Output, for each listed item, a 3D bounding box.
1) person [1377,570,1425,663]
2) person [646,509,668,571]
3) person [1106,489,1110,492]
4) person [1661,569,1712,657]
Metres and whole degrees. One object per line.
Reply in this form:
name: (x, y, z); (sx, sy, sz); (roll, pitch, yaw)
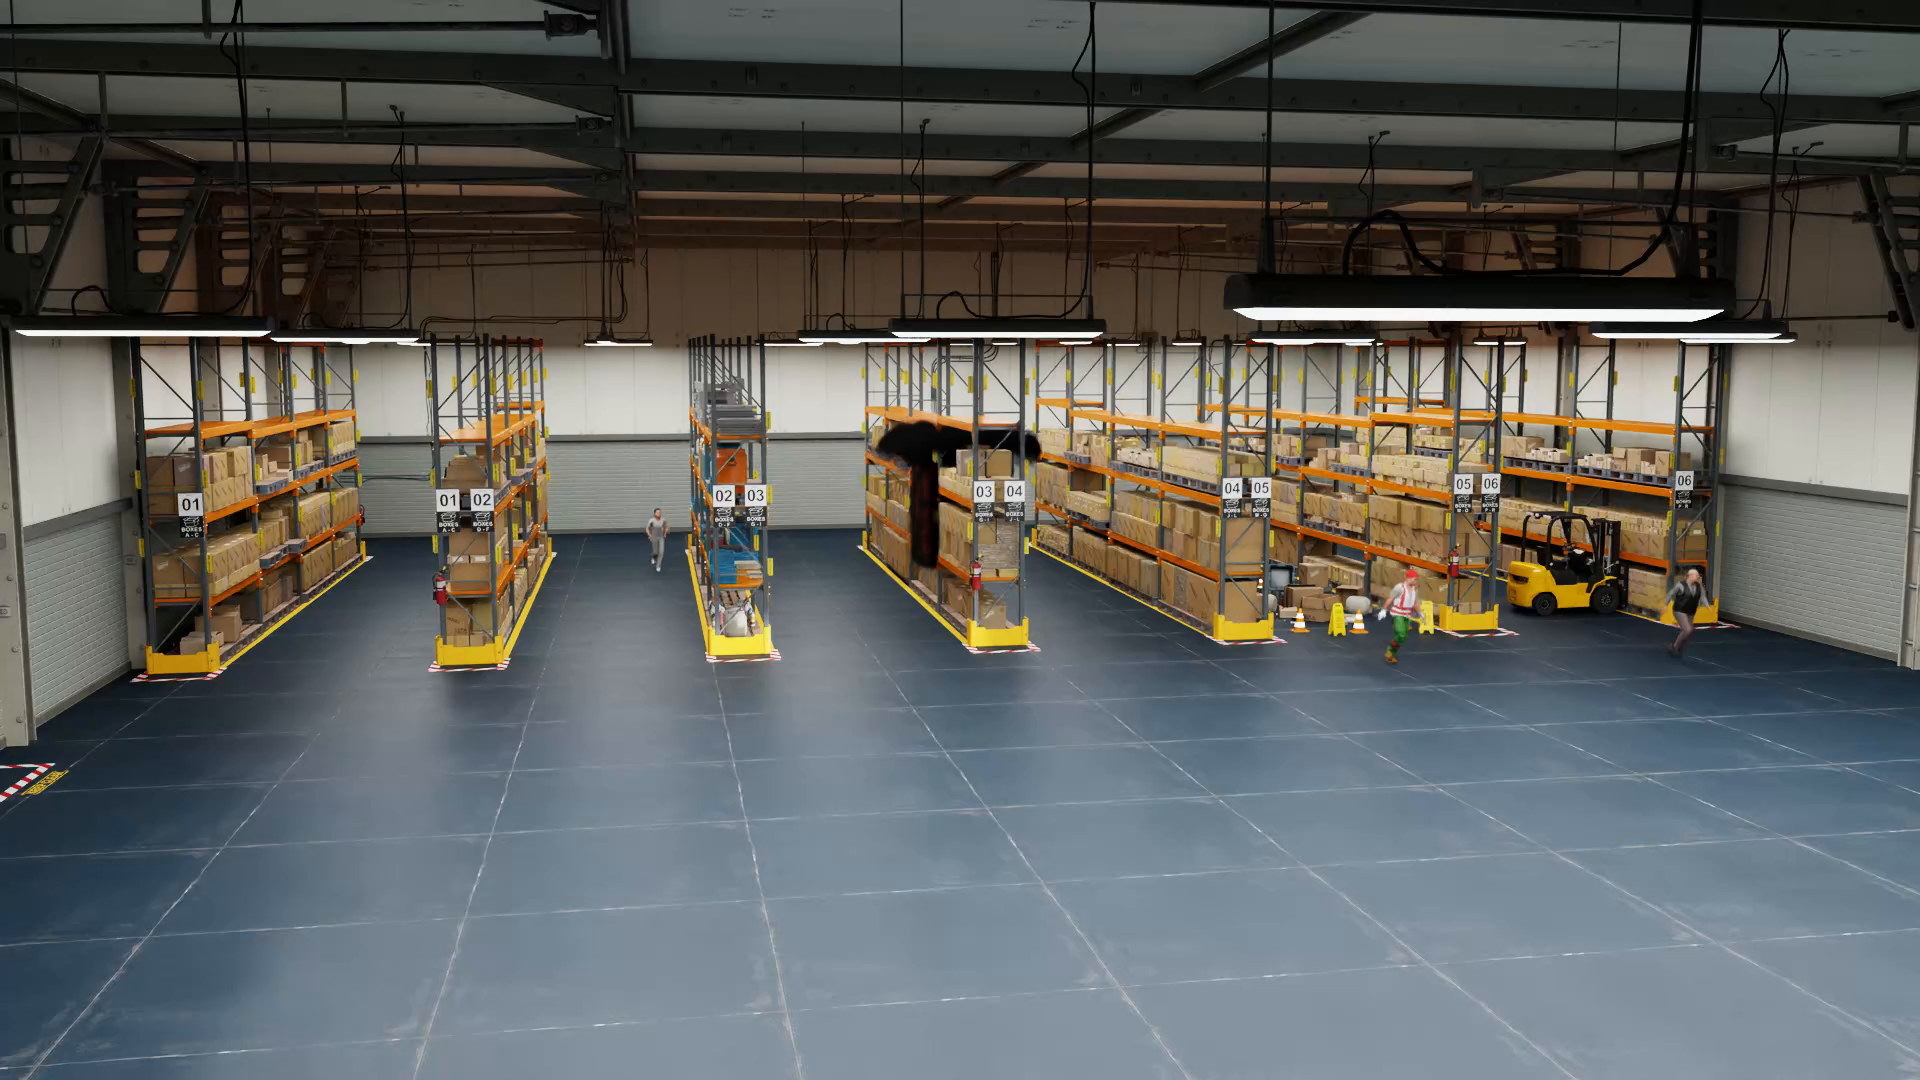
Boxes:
person: (8.058, 1.397, 30.272); (0.664, 1.734, 0.648); (-4, 8, -34)
person: (-7.870, -0.021, 43.268); (0.578, 1.625, 0.616); (-3, 7, -21)
person: (4.373, -0.646, 48.360); (0.682, 1.685, 0.739); (-4, 8, -32)
person: (13.486, 1.357, 30.769); (0.616, 1.666, 0.829); (-2, 7, -20)
